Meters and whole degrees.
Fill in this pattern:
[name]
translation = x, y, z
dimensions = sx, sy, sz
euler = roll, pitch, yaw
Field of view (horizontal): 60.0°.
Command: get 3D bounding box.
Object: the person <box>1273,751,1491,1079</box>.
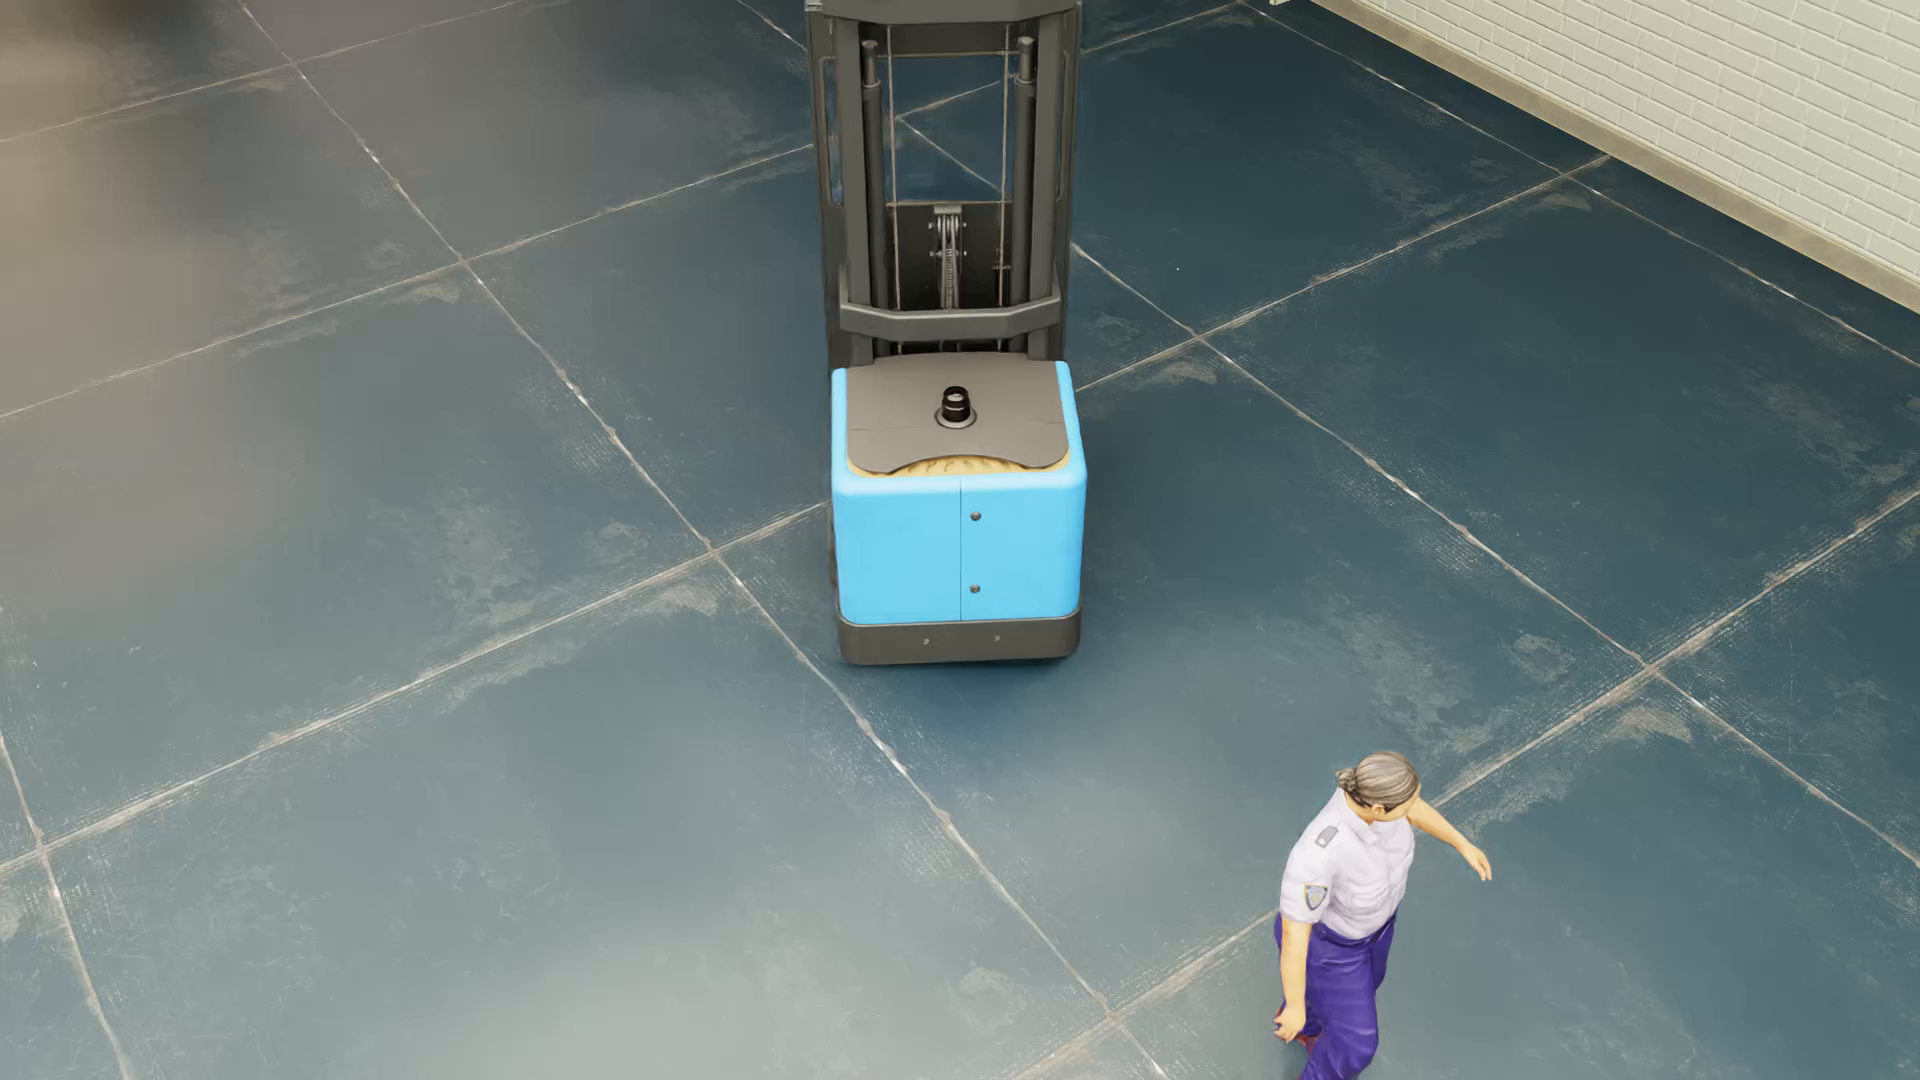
[person]
translation = 1.274, 1.286, 5.329
dimensions = 0.491, 1.680, 0.880
euler = 31, 51, 29

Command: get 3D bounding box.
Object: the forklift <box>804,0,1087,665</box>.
[forklift]
translation = -0.079, -1.524, 7.369
dimensions = 1.130, 2.935, 3.031
euler = -2, 43, -2
